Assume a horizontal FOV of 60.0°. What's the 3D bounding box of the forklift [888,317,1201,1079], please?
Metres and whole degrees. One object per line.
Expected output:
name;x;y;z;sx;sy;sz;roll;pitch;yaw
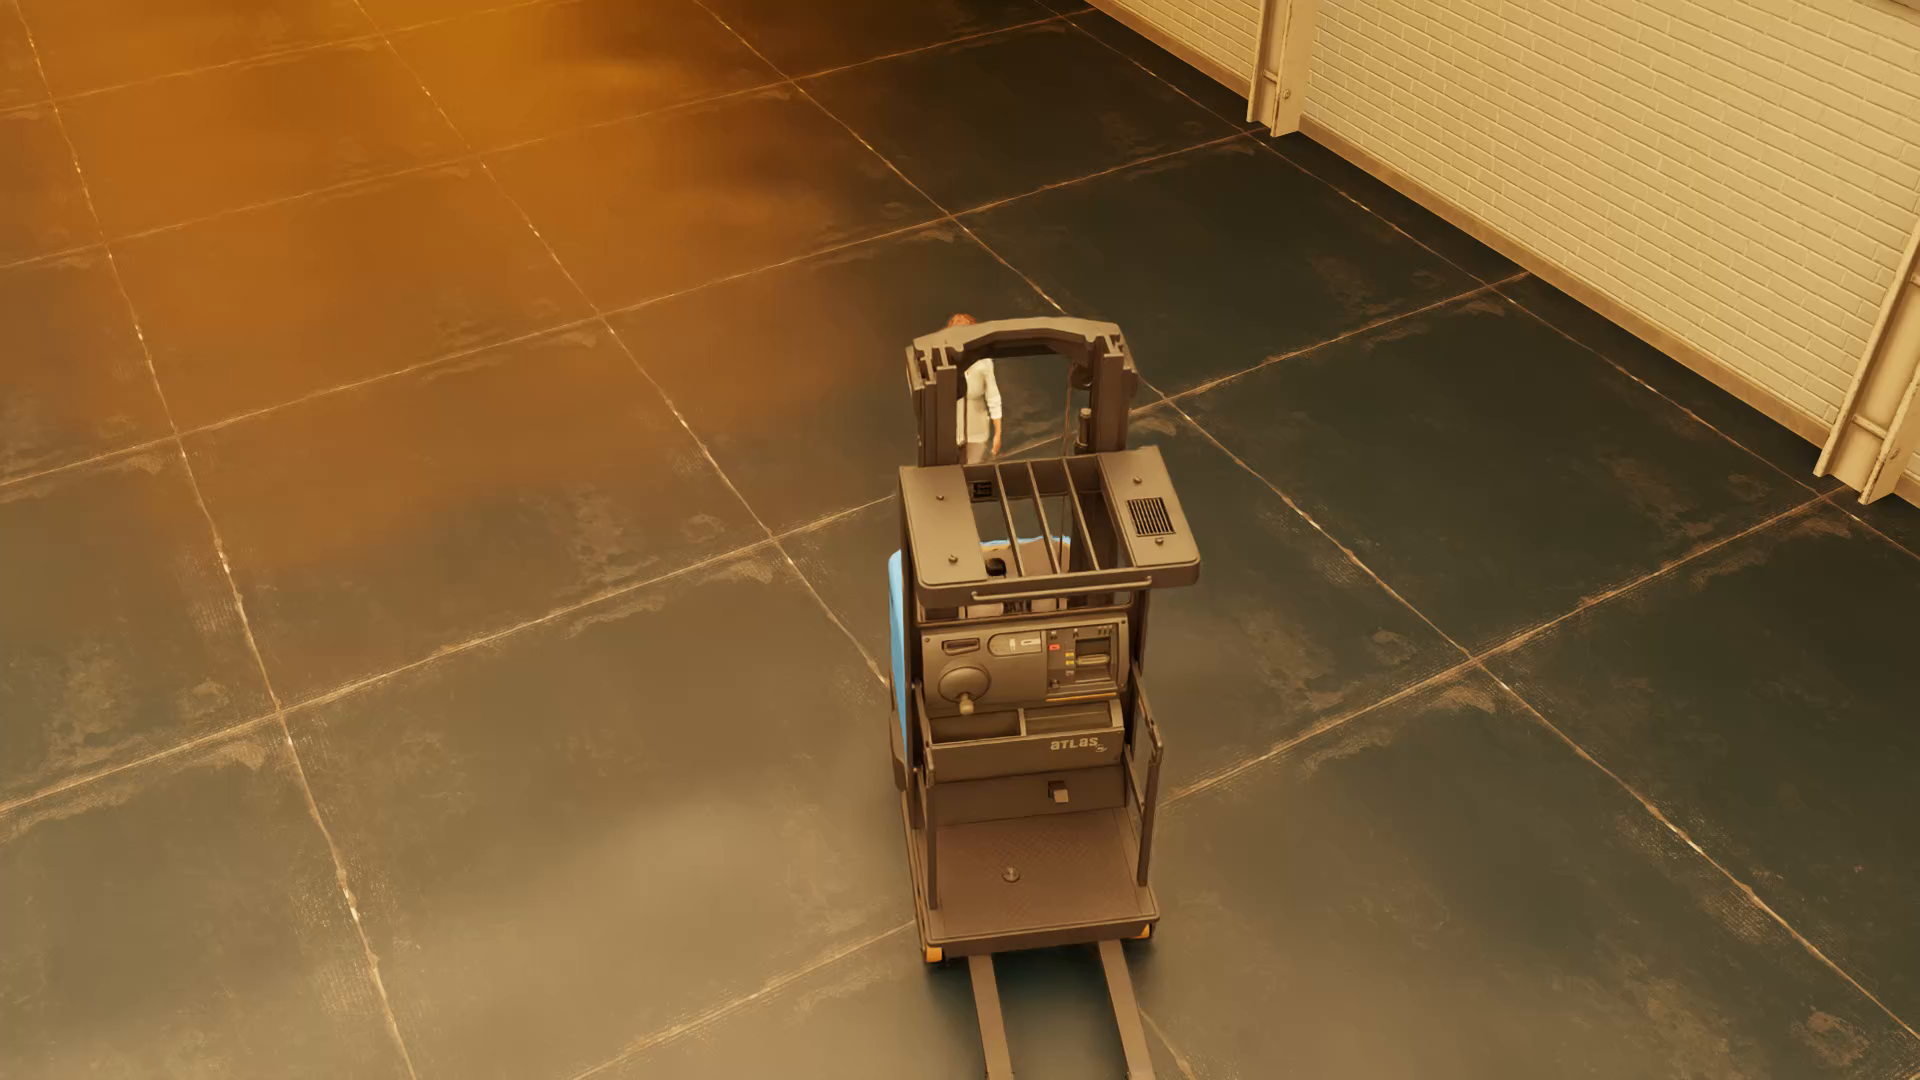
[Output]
forklift;0.327;0.635;7.271;1.130;2.935;3.031;-5;40;-6

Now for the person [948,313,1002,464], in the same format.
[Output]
person;0.017;-0.549;9.737;0.497;1.598;0.533;-5;40;-6
